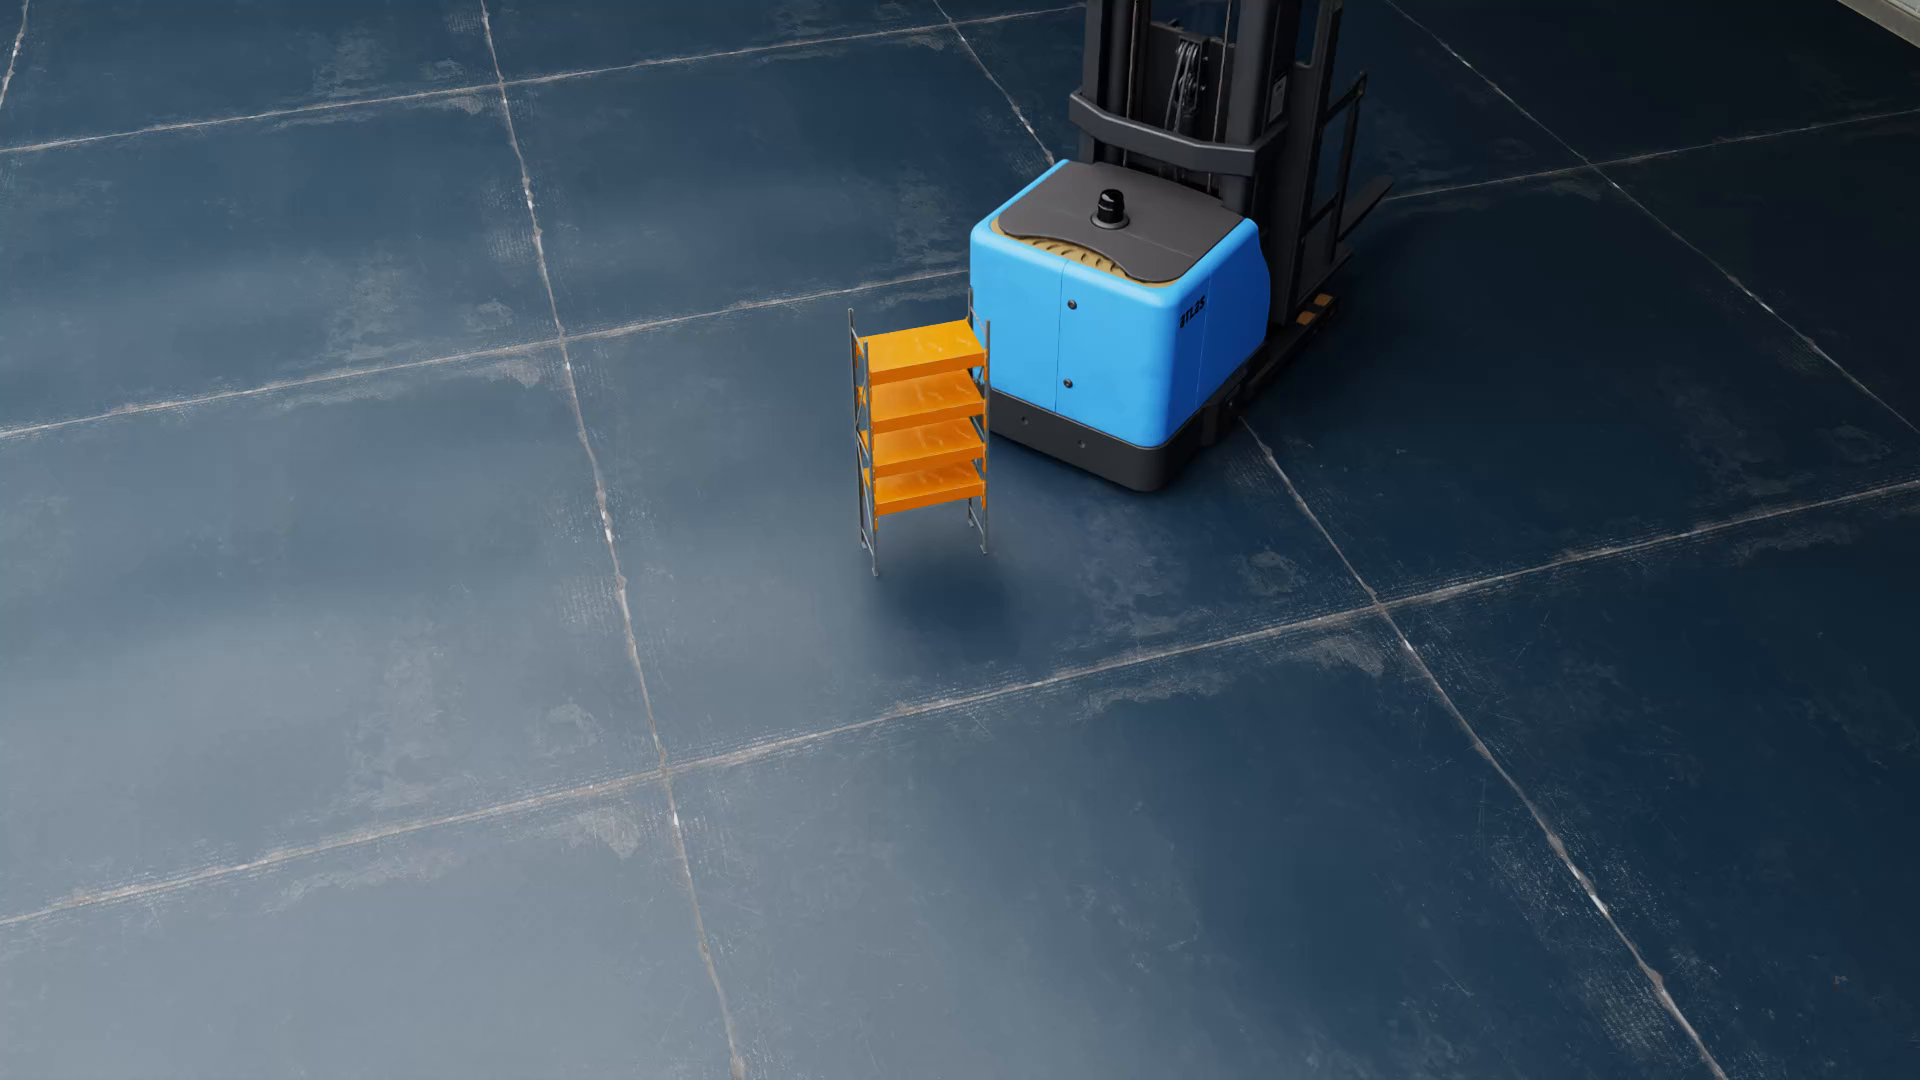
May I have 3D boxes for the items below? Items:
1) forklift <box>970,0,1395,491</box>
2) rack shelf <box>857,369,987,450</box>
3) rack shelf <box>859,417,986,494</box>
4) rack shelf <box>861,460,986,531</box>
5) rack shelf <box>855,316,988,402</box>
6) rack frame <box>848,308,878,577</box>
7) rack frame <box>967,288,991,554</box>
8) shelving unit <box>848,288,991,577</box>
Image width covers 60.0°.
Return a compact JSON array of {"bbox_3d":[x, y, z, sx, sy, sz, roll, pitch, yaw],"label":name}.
[{"bbox_3d":[1.278,-2.253,7.601,1.130,2.935,3.031,24,47,25],"label":"forklift"},{"bbox_3d":[-0.158,-0.537,6.715,0.480,0.148,0.258,-12,42,-13],"label":"rack shelf"},{"bbox_3d":[-0.158,-0.368,6.862,0.480,0.148,0.258,-12,42,-13],"label":"rack shelf"},{"bbox_3d":[-0.158,-0.219,6.993,0.480,0.148,0.258,-12,42,-13],"label":"rack shelf"},{"bbox_3d":[-0.158,-0.715,6.559,0.480,0.148,0.258,-12,42,-13],"label":"rack shelf"},{"bbox_3d":[-0.391,-0.371,6.763,0.015,1.200,0.240,-12,42,-13],"label":"rack frame"},{"bbox_3d":[0.075,-0.467,6.873,0.015,1.200,0.240,-12,42,-13],"label":"rack frame"},{"bbox_3d":[-0.158,-0.419,6.818,0.503,1.200,0.258,-12,42,-13],"label":"shelving unit"}]
